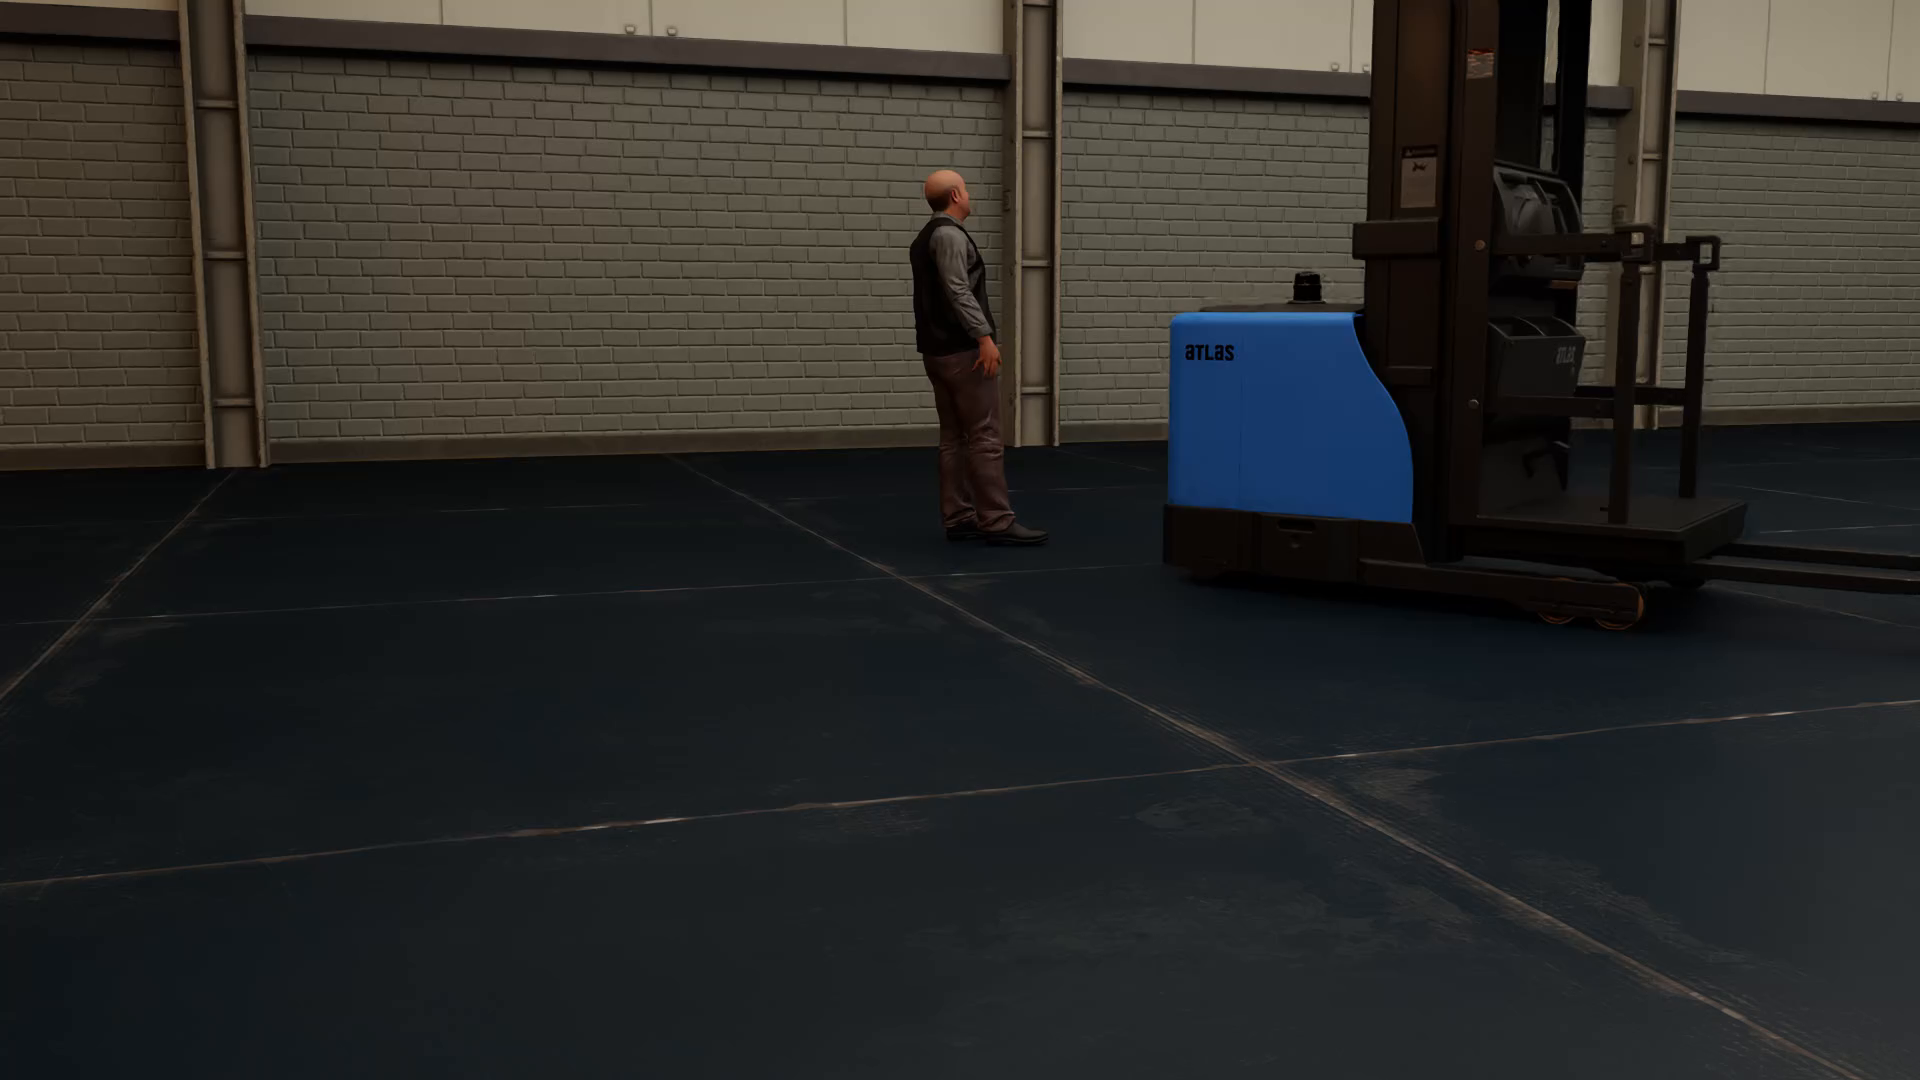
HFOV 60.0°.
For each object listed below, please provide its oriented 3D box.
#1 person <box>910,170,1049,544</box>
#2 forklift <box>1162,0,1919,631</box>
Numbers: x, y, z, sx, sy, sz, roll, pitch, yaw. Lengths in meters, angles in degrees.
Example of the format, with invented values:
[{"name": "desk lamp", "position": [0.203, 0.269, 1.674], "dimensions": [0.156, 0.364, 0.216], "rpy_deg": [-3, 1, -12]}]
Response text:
[{"name": "person", "position": [0.061, -0.862, 7.818], "dimensions": [0.568, 1.720, 0.632], "rpy_deg": [-3, 8, -18]}, {"name": "forklift", "position": [2.309, -1.224, 6.046], "dimensions": [3.031, 2.935, 1.130], "rpy_deg": [6, 10, 36]}]
